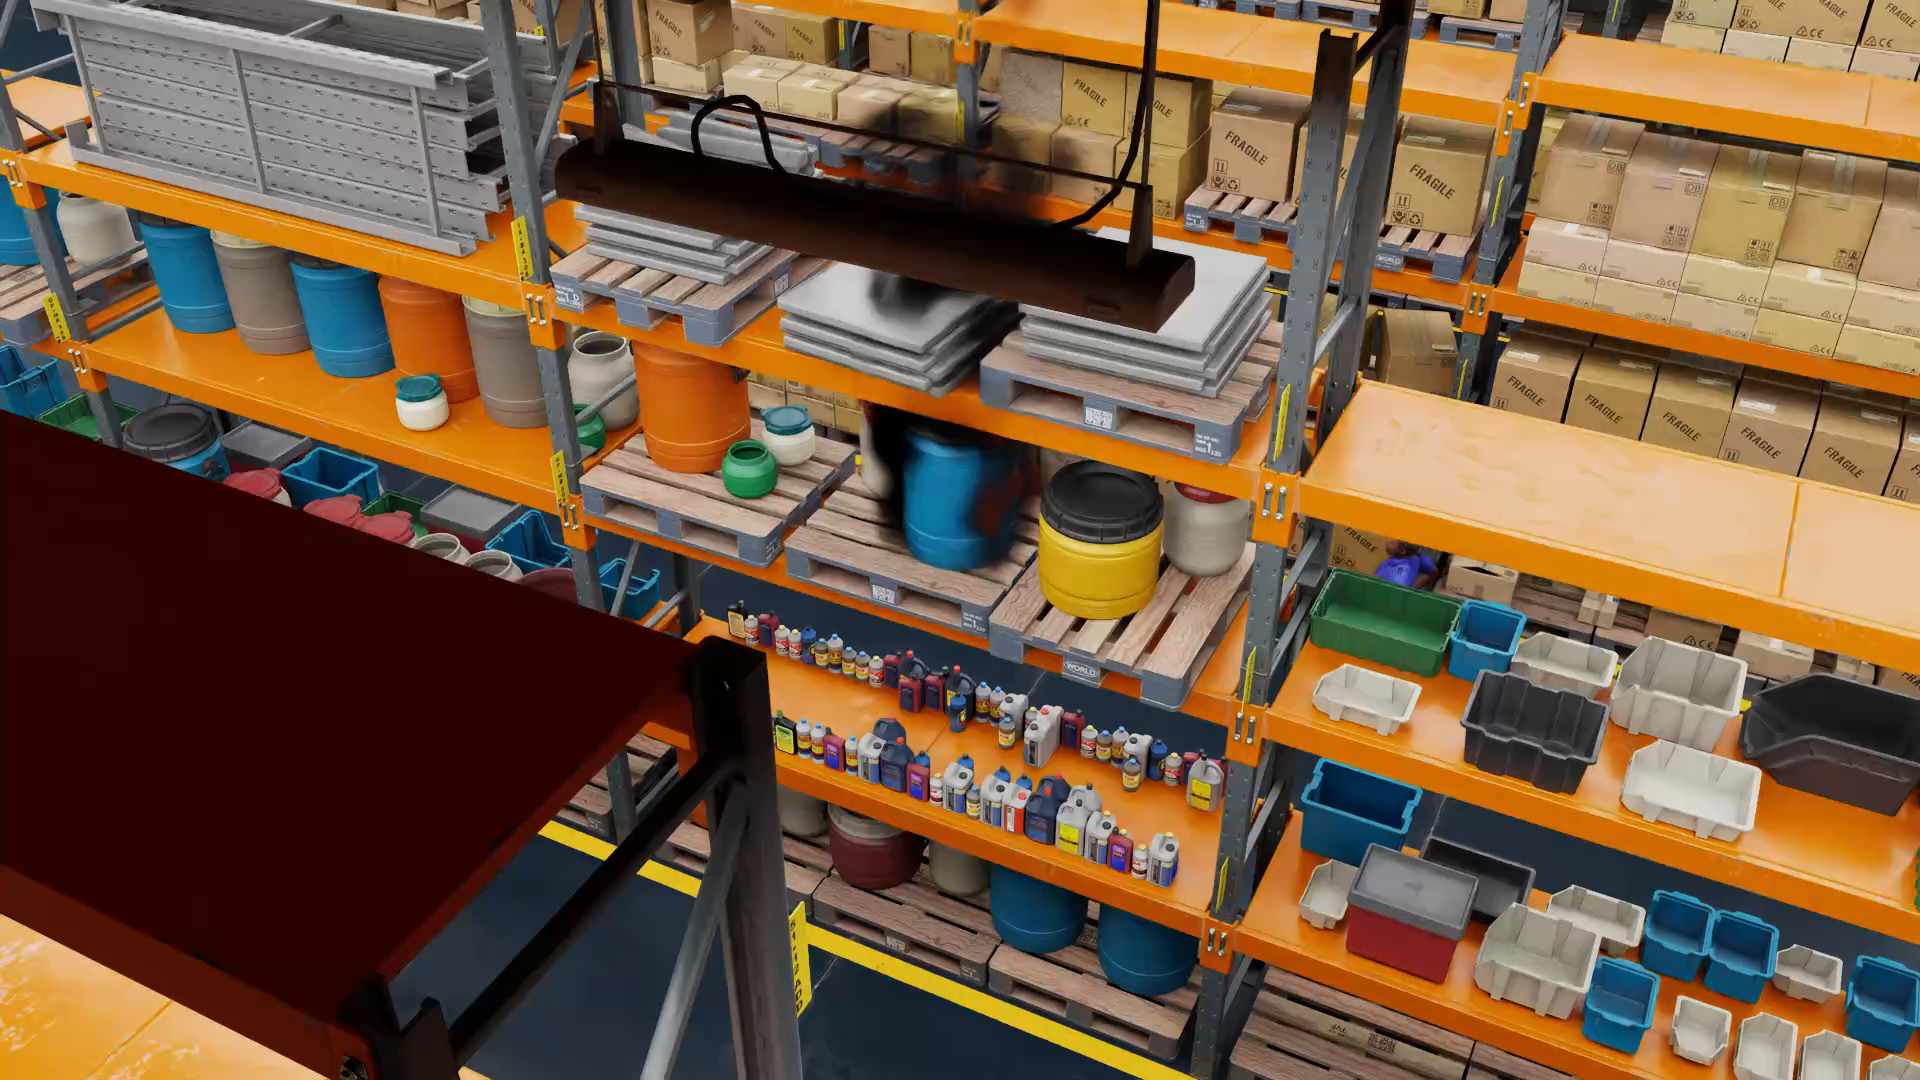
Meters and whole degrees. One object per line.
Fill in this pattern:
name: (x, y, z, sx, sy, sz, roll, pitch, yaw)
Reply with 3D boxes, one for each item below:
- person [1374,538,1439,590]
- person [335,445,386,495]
person: (2.986, 0.618, 11.551, 0.764, 1.717, 0.549, 10, 36, 14)
person: (-5.017, -0.862, 13.710, 0.557, 1.577, 0.593, 19, 39, 25)
